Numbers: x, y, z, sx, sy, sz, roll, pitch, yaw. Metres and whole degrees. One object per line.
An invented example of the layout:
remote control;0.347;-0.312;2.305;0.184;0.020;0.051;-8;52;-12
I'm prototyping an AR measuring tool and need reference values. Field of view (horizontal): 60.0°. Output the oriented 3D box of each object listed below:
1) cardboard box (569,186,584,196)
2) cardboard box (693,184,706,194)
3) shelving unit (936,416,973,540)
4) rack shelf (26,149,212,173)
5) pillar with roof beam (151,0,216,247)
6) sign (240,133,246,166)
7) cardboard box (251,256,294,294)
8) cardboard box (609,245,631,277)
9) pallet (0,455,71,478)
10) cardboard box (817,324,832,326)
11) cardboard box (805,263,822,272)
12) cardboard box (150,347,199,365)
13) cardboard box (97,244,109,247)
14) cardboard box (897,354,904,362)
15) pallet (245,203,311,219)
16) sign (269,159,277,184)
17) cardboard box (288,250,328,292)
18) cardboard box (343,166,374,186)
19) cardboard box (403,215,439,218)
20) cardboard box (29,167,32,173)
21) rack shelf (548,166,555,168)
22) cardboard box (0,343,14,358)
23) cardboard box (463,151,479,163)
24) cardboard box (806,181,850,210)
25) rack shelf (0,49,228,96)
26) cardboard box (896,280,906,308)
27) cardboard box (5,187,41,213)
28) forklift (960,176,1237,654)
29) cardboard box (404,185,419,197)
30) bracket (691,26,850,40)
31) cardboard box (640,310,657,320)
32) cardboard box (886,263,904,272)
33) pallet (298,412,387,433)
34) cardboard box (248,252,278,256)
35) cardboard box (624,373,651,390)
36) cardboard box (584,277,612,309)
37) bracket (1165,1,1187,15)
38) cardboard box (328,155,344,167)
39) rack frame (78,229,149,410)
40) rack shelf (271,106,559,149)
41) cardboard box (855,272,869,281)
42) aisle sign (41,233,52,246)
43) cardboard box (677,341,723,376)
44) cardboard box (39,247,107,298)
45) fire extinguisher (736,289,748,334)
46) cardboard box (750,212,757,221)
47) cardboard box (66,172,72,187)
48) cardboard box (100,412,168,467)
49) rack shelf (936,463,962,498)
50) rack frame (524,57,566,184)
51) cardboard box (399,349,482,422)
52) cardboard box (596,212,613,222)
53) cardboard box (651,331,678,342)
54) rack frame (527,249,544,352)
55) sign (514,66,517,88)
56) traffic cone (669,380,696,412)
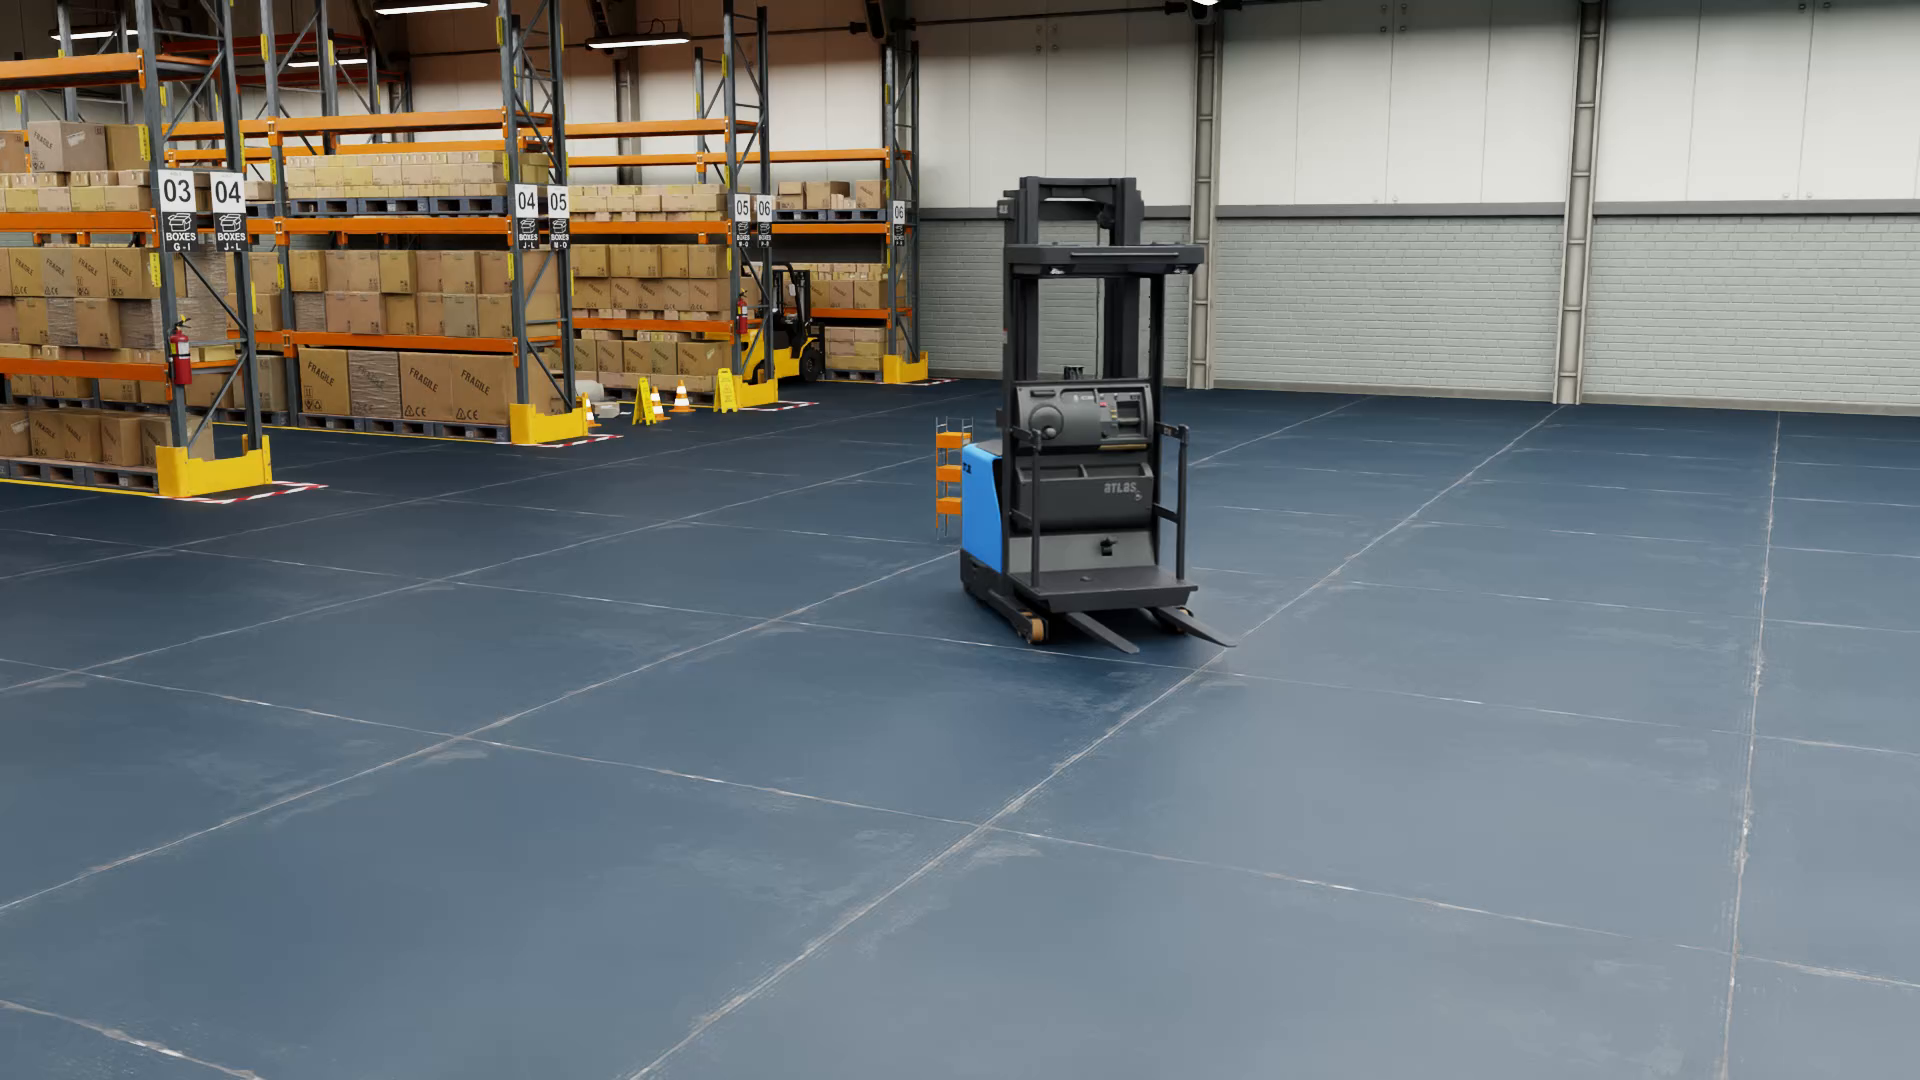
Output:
cardboard box;-5.947;-5.498;26.232;0.250;0.149;0.380;5;11;25
cardboard box;-3.849;-5.329;25.297;0.250;0.149;0.380;5;12;27
shelving unit;-0.048;-0.521;14.160;0.252;1.050;0.215;5;11;26
rack shelf;-15.756;-7.083;31.240;4.000;0.370;1.077;5;11;26
pillar with roof beam;-19.280;-8.253;34.564;0.548;9.000;9.100;5;11;26
sign;-7.346;-3.988;16.968;0.005;0.325;0.100;5;11;26
cardboard box;-9.335;-3.674;23.022;0.500;0.500;0.700;5;11;25
cardboard box;-5.095;-4.398;26.183;0.500;0.500;0.700;5;11;25
pallet;-10.555;-0.891;18.563;1.213;0.211;1.003;5;11;26
cardboard box;-2.705;-3.907;31.127;0.500;0.250;0.500;5;11;25
cardboard box;-2.611;-4.965;30.305;0.250;0.149;0.380;5;12;27
cardboard box;-7.932;-1.862;16.799;0.250;0.149;0.380;5;11;26
cardboard box;-15.981;-5.498;31.279;0.250;0.149;0.380;5;11;24
cardboard box;-1.362;-3.295;30.555;0.500;0.250;0.500;5;11;26
pallet;-9.731;-4.541;23.014;1.217;0.209;0.805;5;11;24
sign;-9.119;-4.893;22.085;0.005;0.325;0.100;5;11;26
cardboard box;-8.572;-3.666;22.608;0.550;0.550;0.875;5;11;26
cardboard box;-7.667;-4.737;21.685;0.500;0.250;0.500;5;11;25
cardboard box;-8.994;-5.620;28.147;0.637;0.503;0.797;5;11;26
cardboard box;-13.419;-5.341;24.463;0.258;0.266;0.396;5;11;26
rack shelf;-9.975;-7.561;33.881;4.000;0.370;1.077;5;11;26
cardboard box;-9.981;-2.028;17.717;0.250;0.149;0.380;5;11;26
cardboard box;-5.976;-4.773;20.762;0.250;0.149;0.380;5;11;26
cardboard box;-2.387;-6.245;30.151;0.500;0.500;0.700;5;11;26
rack shelf;-9.379;-4.750;17.235;4.000;0.370;1.077;5;11;26
cardboard box;-1.329;-4.504;30.413;0.500;0.500;0.500;5;12;28
cardboard box;-9.488;-3.515;17.226;0.500;0.250;0.500;5;11;25
forklift;0.883;-0.858;10.741;1.130;2.935;3.031;-3;11;-15
cardboard box;-6.887;-4.460;21.276;0.250;0.149;0.380;5;11;26
bracket;-4.073;-9.473;31.194;4.783;0.066;0.076;5;11;26
cardboard box;-4.809;-3.540;26.071;0.250;0.149;0.380;5;11;25
cardboard box;-1.214;-4.947;30.203;0.250;0.149;0.380;5;11;25
pallet;-8.240;-1.651;22.757;1.213;0.211;1.003;5;11;26
cardboard box;-12.311;-4.869;29.624;0.500;0.500;0.500;5;11;25
cardboard box;-4.977;-2.535;26.357;0.500;0.250;0.500;5;11;24
cardboard box;-5.611;-3.933;26.420;0.500;0.500;0.500;5;11;25
bracket;3.618;-8.797;27.460;0.430;0.232;0.235;5;11;26
cardboard box;-8.027;-4.953;21.758;0.250;0.149;0.380;5;11;25
rack frame;-12.474;-3.410;24.651;0.127;3.000;1.000;5;11;26
rack shelf;-7.094;-5.339;21.604;4.000;0.370;1.077;5;11;26
cardboard box;-1.685;-4.738;29.883;0.250;0.149;0.380;5;12;27
aisle sign;-17.742;-6.078;32.090;0.004;0.787;0.394;5;11;26
cardboard box;-4.034;-2.823;25.839;0.500;0.500;0.500;5;11;26
cardboard box;-9.086;-2.765;17.164;0.500;0.500;0.500;5;11;26
fire extinguisher;-3.302;-3.458;25.130;0.183;0.674;0.296;5;11;26
cardboard box;-3.354;-5.009;25.766;0.250;0.149;0.380;5;11;26
cardboard box;-8.850;-3.665;16.936;0.250;0.149;0.380;5;11;26
cardboard box;-8.689;-1.066;17.536;0.500;0.500;0.500;9;14;41
rack shelf;-0.048;-0.510;14.162;0.240;0.259;0.215;5;11;26
rack frame;-8.182;-7.954;32.910;0.127;3.000;1.000;5;11;26
cardboard box;-6.728;-2.053;21.937;0.875;0.875;0.875;5;11;25
cardboard box;-5.499;-5.067;26.085;0.250;0.149;0.380;5;11;25
cardboard box;-4.617;-3.180;25.994;0.250;0.149;0.380;5;12;27
rack frame;-6.788;-3.894;27.321;0.127;3.000;1.000;5;11;26
sign;-7.028;-7.294;26.197;0.005;0.325;0.100;5;11;26
traffic cone;-4.157;-2.158;24.854;0.334;0.463;0.336;5;11;26
